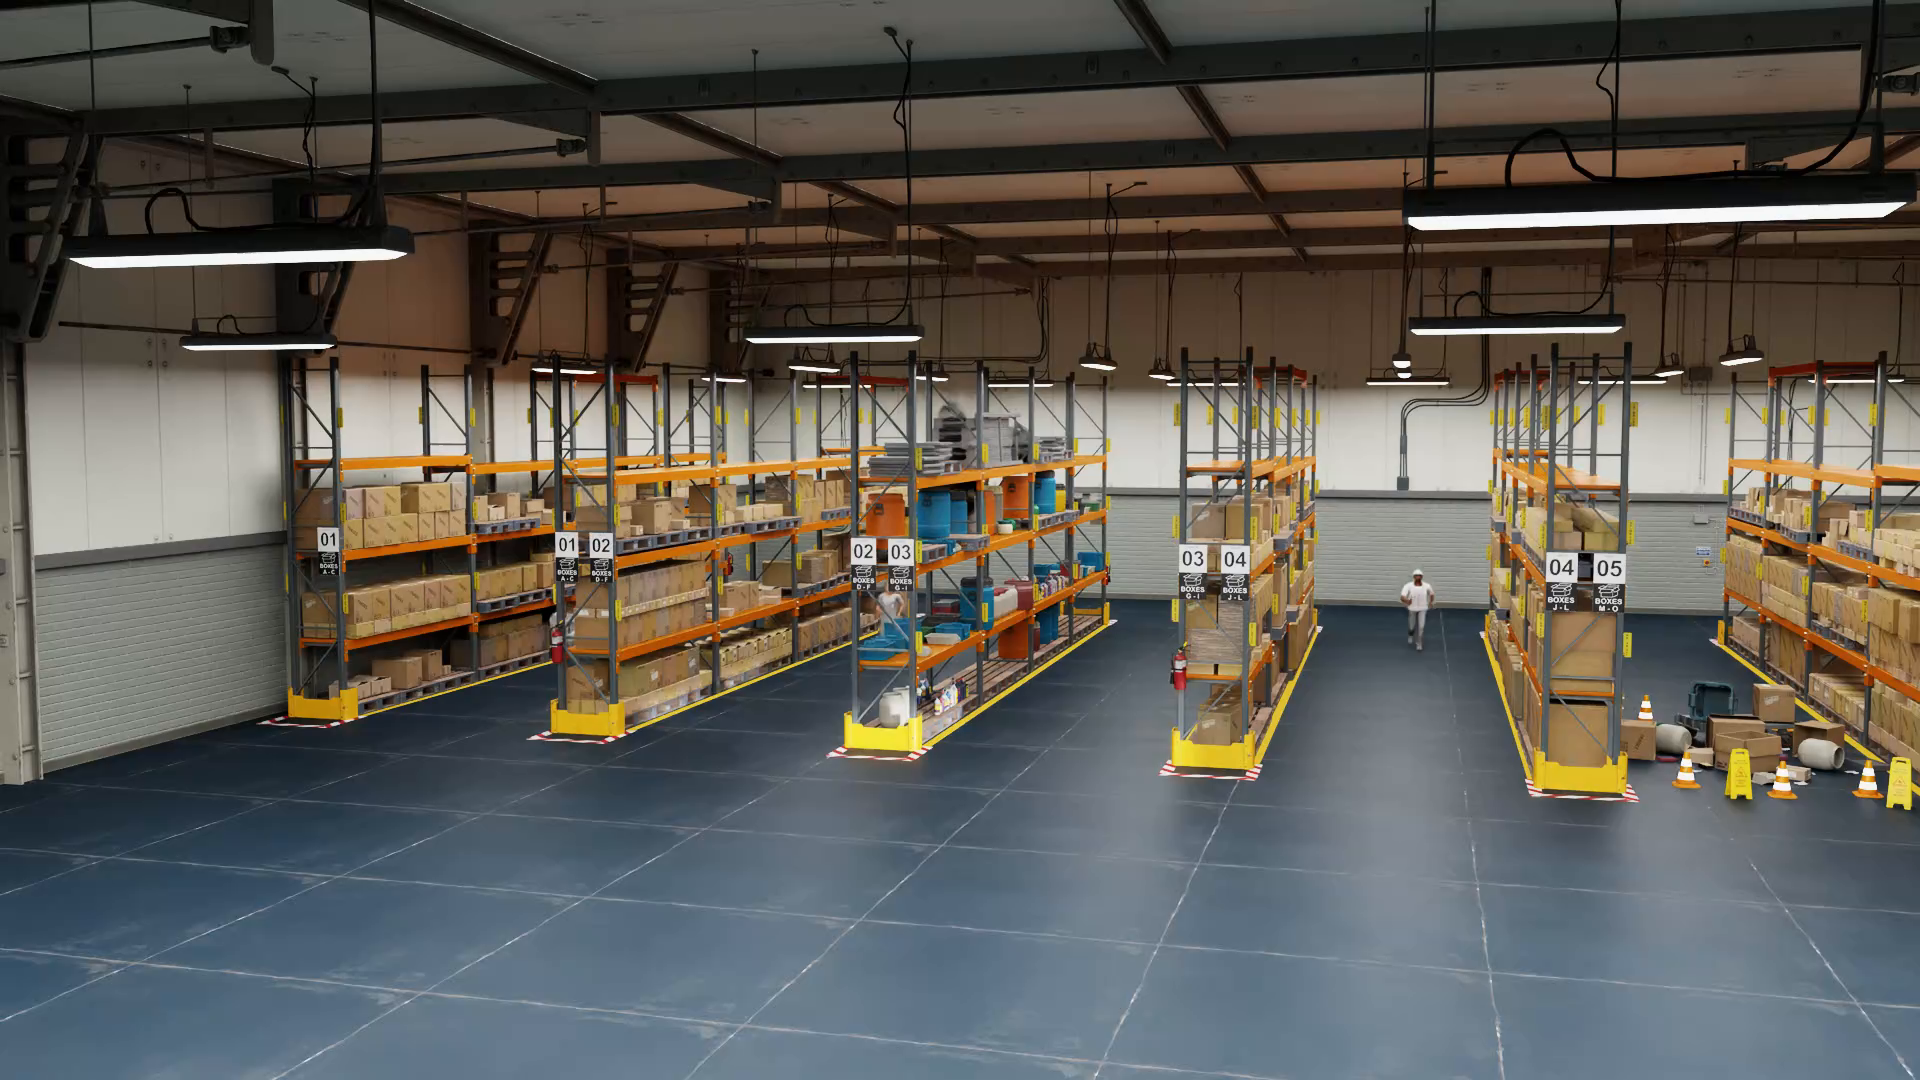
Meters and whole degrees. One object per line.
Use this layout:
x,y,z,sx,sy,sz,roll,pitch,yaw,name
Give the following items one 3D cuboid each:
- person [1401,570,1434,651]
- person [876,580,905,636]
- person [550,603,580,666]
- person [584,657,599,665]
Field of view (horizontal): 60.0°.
9.889,1.504,35.920,0.714,1.733,0.791,1,4,10,person
-1.402,1.596,33.244,0.574,1.608,0.788,1,4,8,person
-7.344,1.941,31.192,0.654,1.628,0.979,1,4,8,person
-7.052,1.809,31.789,0.534,1.587,0.467,1,4,8,person
